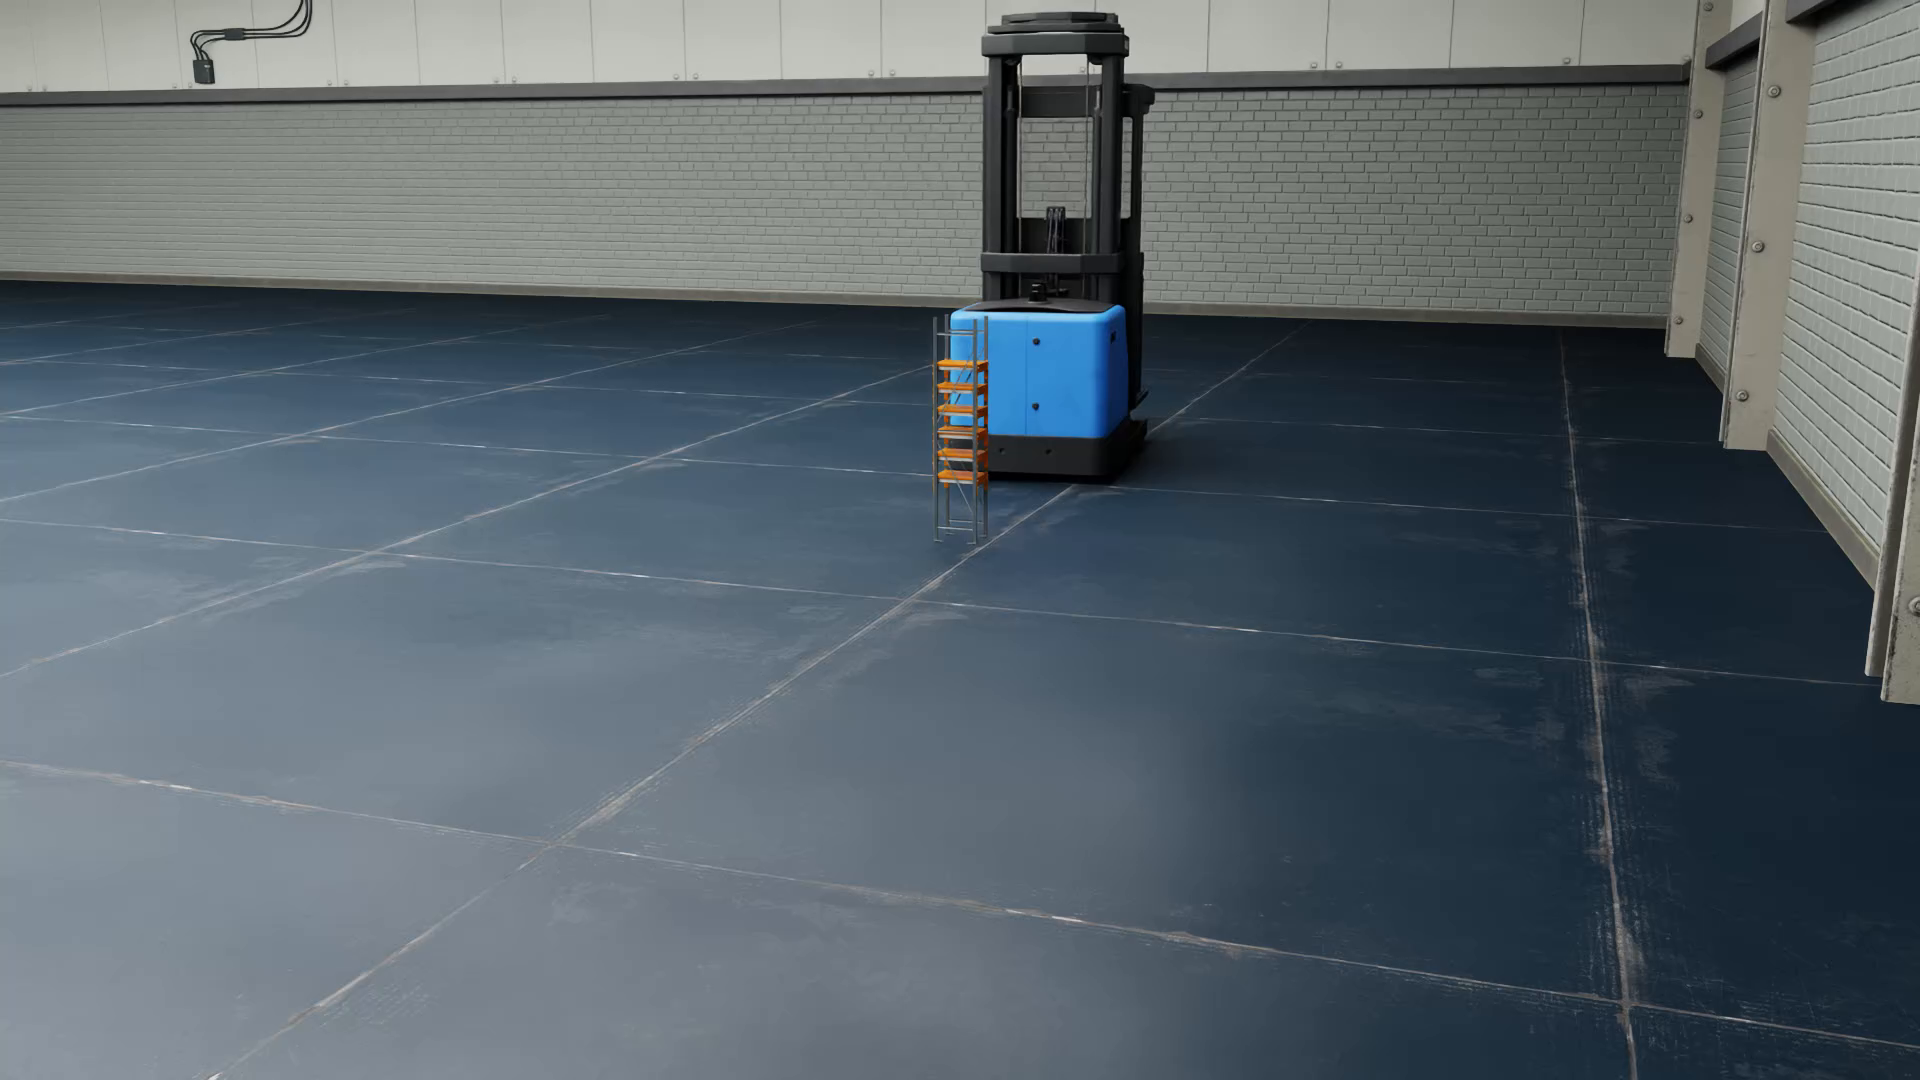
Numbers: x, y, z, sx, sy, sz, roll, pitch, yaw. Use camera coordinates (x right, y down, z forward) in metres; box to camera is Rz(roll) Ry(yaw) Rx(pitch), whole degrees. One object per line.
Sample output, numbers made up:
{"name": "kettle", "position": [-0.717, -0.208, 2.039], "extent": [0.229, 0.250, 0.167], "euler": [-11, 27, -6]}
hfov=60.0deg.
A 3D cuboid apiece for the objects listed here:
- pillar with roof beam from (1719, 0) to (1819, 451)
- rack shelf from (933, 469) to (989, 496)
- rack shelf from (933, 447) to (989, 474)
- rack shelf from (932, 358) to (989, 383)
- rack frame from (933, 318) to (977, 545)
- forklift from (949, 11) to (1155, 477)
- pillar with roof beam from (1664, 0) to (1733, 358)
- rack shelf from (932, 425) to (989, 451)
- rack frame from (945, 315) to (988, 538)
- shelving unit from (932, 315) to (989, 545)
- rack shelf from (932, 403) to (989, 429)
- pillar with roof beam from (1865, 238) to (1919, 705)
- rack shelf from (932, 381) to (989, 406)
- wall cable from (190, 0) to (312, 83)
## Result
{"name": "pillar with roof beam", "position": [1.580, -5.379, 12.333], "extent": [9.100, 9.000, 0.400], "euler": [4, 14, 18]}
{"name": "rack shelf", "position": [0.005, -0.311, 8.931], "extent": [0.258, 0.103, 0.180], "euler": [4, 14, 18]}
{"name": "rack shelf", "position": [0.005, -0.428, 8.904], "extent": [0.258, 0.103, 0.180], "euler": [4, 14, 18]}
{"name": "rack shelf", "position": [0.005, -0.896, 8.798], "extent": [0.258, 0.103, 0.180], "euler": [4, 14, 18]}
{"name": "rack frame", "position": [-0.025, -0.569, 8.783], "extent": [0.240, 1.200, 0.006], "euler": [4, 14, 18]}
{"name": "forklift", "position": [0.749, -2.111, 11.650], "extent": [1.130, 2.935, 3.031], "euler": [3, 13, 12]}
{"name": "pillar with roof beam", "position": [3.521, -6.643, 17.868], "extent": [9.100, 9.000, 0.400], "euler": [4, 14, 18]}
{"name": "rack shelf", "position": [0.005, -0.545, 8.878], "extent": [0.258, 0.103, 0.180], "euler": [4, 14, 18]}
{"name": "rack frame", "position": [0.034, -0.607, 8.952], "extent": [0.240, 1.200, 0.006], "euler": [4, 14, 18]}
{"name": "shelving unit", "position": [0.005, -0.588, 8.868], "extent": [0.258, 1.200, 0.189], "euler": [4, 14, 18]}
{"name": "rack shelf", "position": [0.005, -0.662, 8.851], "extent": [0.258, 0.103, 0.180], "euler": [4, 14, 18]}
{"name": "pillar with roof beam", "position": [-0.362, -4.116, 6.798], "extent": [9.100, 9.000, 0.400], "euler": [4, 14, 18]}
{"name": "rack shelf", "position": [0.005, -0.779, 8.824], "extent": [0.258, 0.103, 0.180], "euler": [4, 14, 18]}
{"name": "wall cable", "position": [-11.029, -10.097, 25.360], "extent": [2.305, 6.003, 0.169], "euler": [4, 14, 18]}
